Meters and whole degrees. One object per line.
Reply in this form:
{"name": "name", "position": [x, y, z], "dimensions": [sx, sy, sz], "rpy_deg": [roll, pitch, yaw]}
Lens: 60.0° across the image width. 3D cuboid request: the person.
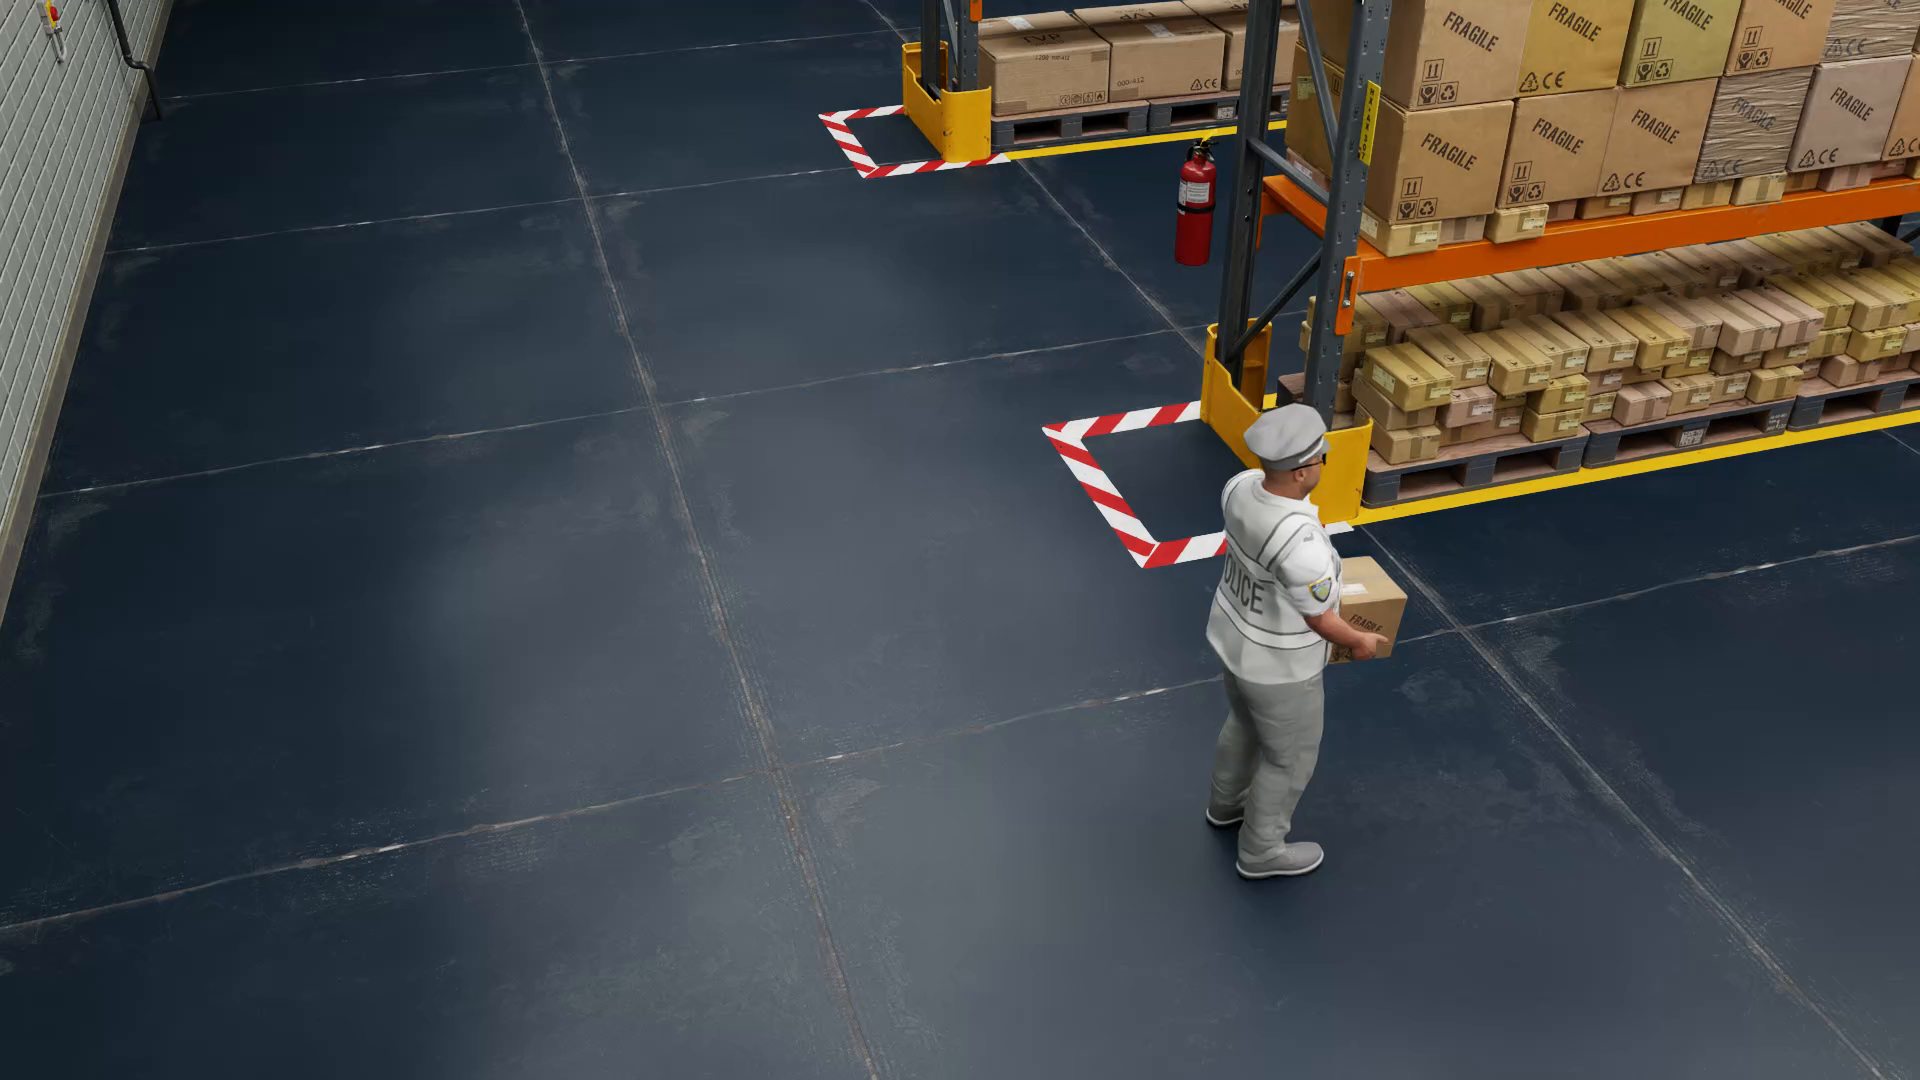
{"name": "person", "position": [1.122, 0.340, 5.605], "dimensions": [0.552, 1.770, 0.518], "rpy_deg": [-10, 35, -15]}
